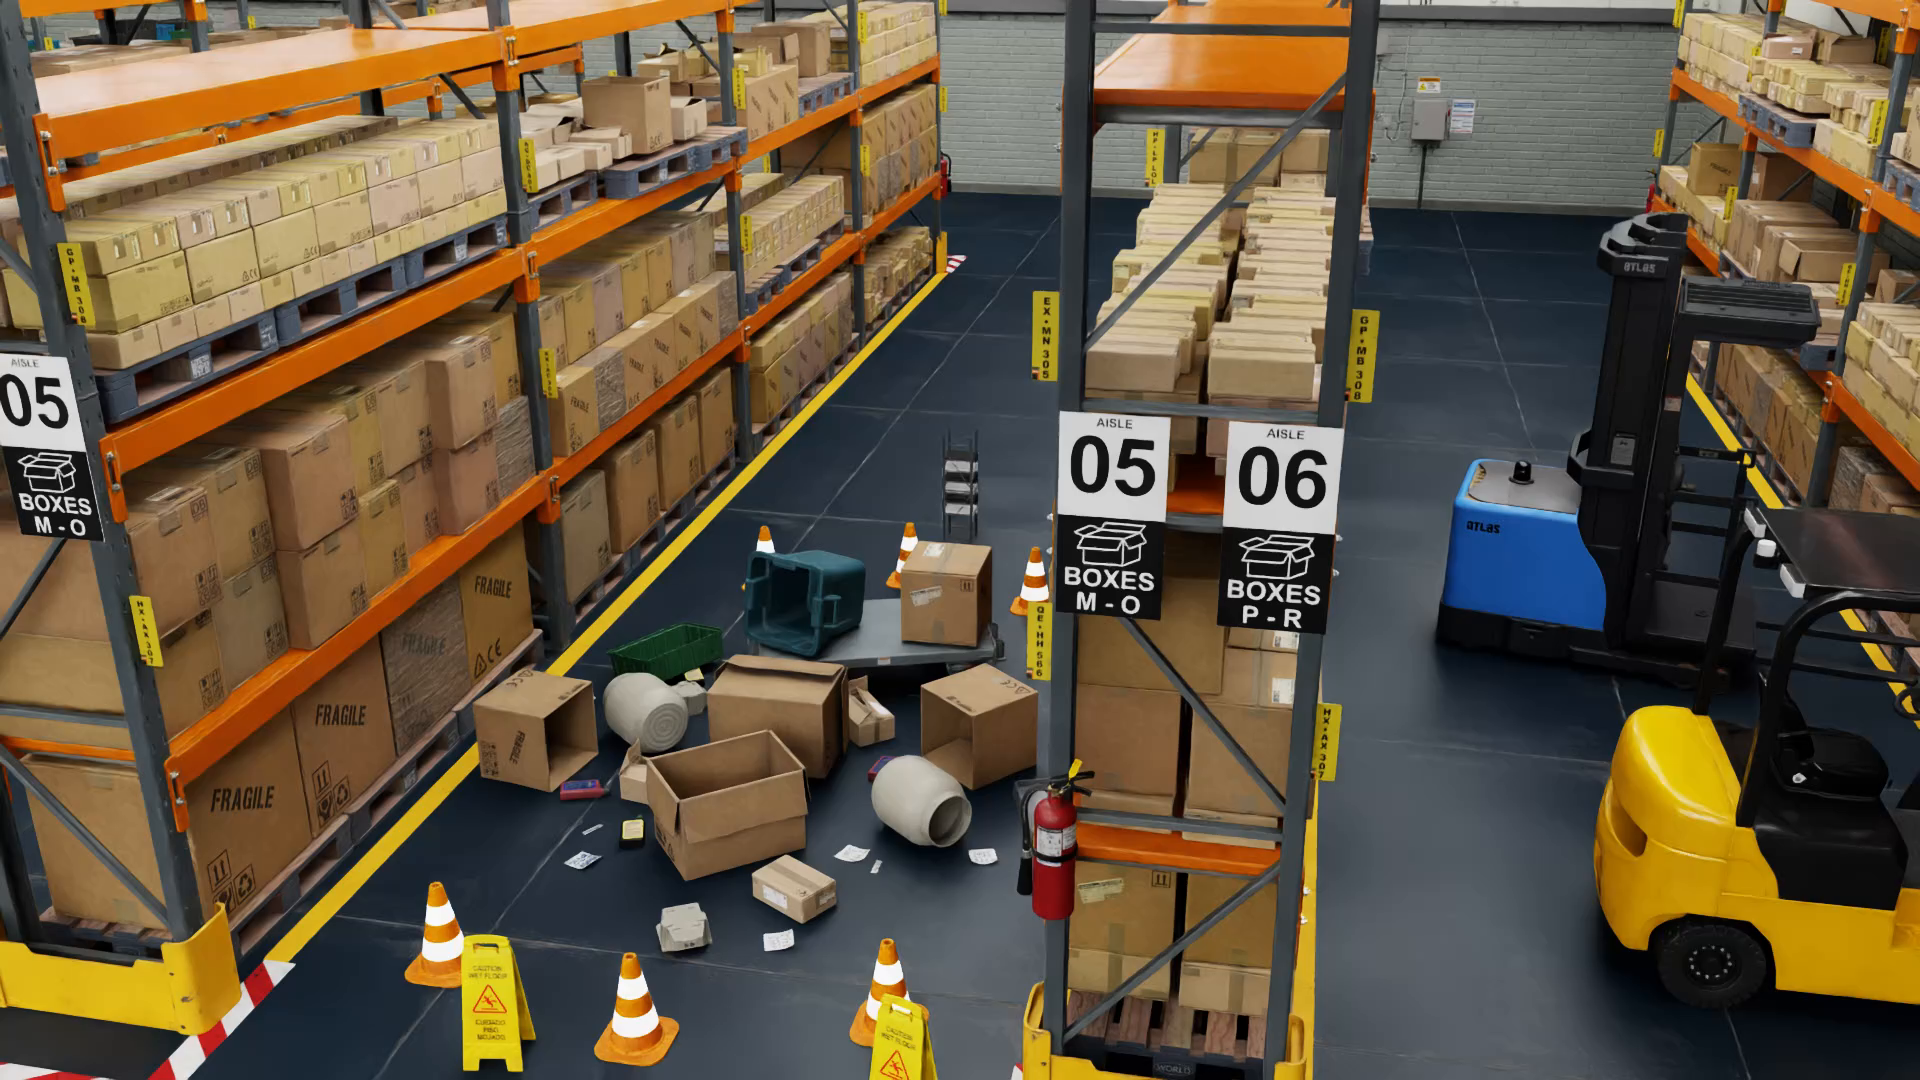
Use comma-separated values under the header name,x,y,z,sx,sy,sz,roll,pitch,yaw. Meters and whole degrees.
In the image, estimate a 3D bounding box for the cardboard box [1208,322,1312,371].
name,x,y,z,sx,sy,sz,roll,pitch,yaw
cardboard box,1.156,-0.729,6.401,0.380,0.149,0.250,4,22,11

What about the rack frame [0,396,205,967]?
name,x,y,z,sx,sy,sz,roll,pitch,yaw
rack frame,-4.019,0.784,7.393,1.000,3.000,0.127,4,22,11

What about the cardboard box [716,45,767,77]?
name,x,y,z,sx,sy,sz,roll,pitch,yaw
cardboard box,-1.929,-4.250,14.719,0.396,0.266,0.258,4,22,11

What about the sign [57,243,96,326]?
name,x,y,z,sx,sy,sz,roll,pitch,yaw
sign,-3.477,-1.005,6.544,0.100,0.325,0.005,4,22,11

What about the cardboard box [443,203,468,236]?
name,x,y,z,sx,sy,sz,roll,pitch,yaw
cardboard box,-3.066,-1.851,9.559,0.380,0.149,0.250,5,22,12

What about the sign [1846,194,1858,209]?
name,x,y,z,sx,sy,sz,roll,pitch,yaw
sign,8.700,-3.384,16.190,0.100,0.325,0.005,4,22,11

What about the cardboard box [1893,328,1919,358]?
name,x,y,z,sx,sy,sz,roll,pitch,yaw
cardboard box,6.865,-1.388,11.782,0.380,0.149,0.250,5,22,12

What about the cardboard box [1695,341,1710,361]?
name,x,y,z,sx,sy,sz,roll,pitch,yaw
cardboard box,7.982,-1.986,17.524,0.380,0.149,0.250,4,22,9

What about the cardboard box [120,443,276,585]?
name,x,y,z,sx,sy,sz,roll,pitch,yaw
cardboard box,-3.883,-0.128,8.009,0.875,0.550,0.550,4,22,11

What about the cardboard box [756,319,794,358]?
name,x,y,z,sx,sy,sz,roll,pitch,yaw
cardboard box,-1.905,-1.944,15.947,0.500,0.250,0.500,4,22,10

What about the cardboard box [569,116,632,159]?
name,x,y,z,sx,sy,sz,roll,pitch,yaw
cardboard box,-2.613,-2.918,12.052,0.396,0.266,0.258,4,22,11

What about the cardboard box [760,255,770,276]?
name,x,y,z,sx,sy,sz,roll,pitch,yaw
cardboard box,-1.988,-2.565,15.483,0.380,0.149,0.250,6,23,14

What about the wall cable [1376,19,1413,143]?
name,x,y,z,sx,sy,sz,roll,pitch,yaw
wall cable,6.631,-7.159,25.754,0.588,1.984,0.122,4,22,11

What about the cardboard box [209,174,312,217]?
name,x,y,z,sx,sy,sz,roll,pitch,yaw
cardboard box,-3.379,-1.665,8.030,0.380,0.149,0.250,4,22,10

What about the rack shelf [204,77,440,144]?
name,x,y,z,sx,sy,sz,roll,pitch,yaw
rack shelf,-6.813,-4.346,17.078,1.077,0.370,4.000,4,22,11

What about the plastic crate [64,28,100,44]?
name,x,y,z,sx,sy,sz,roll,pitch,yaw
plastic crate,-11.192,-6.410,21.398,0.437,0.282,0.530,4,22,11

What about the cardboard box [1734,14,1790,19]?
name,x,y,z,sx,sy,sz,roll,pitch,yaw
cardboard box,9.155,-5.858,19.003,0.500,0.250,0.500,4,22,9

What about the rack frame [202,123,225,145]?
name,x,y,z,sx,sy,sz,roll,pitch,yaw
rack frame,-7.221,-2.557,15.688,1.000,3.000,0.127,4,22,11

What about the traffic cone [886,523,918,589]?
name,x,y,z,sx,sy,sz,roll,pitch,yaw
traffic cone,-0.373,0.095,12.497,0.336,0.463,0.334,4,22,11

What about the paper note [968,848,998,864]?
name,x,y,z,sx,sy,sz,roll,pitch,yaw
paper note,0.127,1.716,9.052,0.142,0.019,0.148,-3,22,-8

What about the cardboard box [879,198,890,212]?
name,x,y,z,sx,sy,sz,roll,pitch,yaw
cardboard box,-1.032,-3.955,19.495,0.380,0.149,0.250,5,22,12

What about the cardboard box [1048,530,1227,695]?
name,x,y,z,sx,sy,sz,roll,pitch,yaw
cardboard box,0.738,0.272,6.792,0.700,0.500,0.500,4,22,10

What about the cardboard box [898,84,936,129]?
name,x,y,z,sx,sy,sz,roll,pitch,yaw
cardboard box,-0.604,-5.530,21.198,0.500,0.500,0.500,4,22,10

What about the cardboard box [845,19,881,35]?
name,x,y,z,sx,sy,sz,roll,pitch,yaw
cardboard box,-1.092,-5.716,18.515,0.380,0.149,0.250,4,22,9

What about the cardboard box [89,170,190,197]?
name,x,y,z,sx,sy,sz,roll,pitch,yaw
cardboard box,-4.022,-1.716,8.158,0.380,0.149,0.250,4,22,10

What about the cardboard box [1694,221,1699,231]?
name,x,y,z,sx,sy,sz,roll,pitch,yaw
cardboard box,8.306,-3.470,18.290,0.380,0.149,0.250,4,22,11

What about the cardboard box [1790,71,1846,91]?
name,x,y,z,sx,sy,sz,roll,pitch,yaw
cardboard box,7.470,-3.989,14.471,0.380,0.149,0.250,5,22,11

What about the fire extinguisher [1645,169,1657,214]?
name,x,y,z,sx,sy,sz,roll,pitch,yaw
fire extinguisher,8.550,-4.231,20.446,0.296,0.674,0.183,4,22,11

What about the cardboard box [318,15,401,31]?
name,x,y,z,sx,sy,sz,roll,pitch,yaw
cardboard box,-6.514,-5.440,18.134,0.700,0.500,0.500,5,22,12

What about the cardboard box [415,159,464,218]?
name,x,y,z,sx,sy,sz,roll,pitch,yaw
cardboard box,-3.155,-1.996,9.385,0.500,0.250,0.500,4,22,11

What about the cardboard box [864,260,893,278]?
name,x,y,z,sx,sy,sz,roll,pitch,yaw
cardboard box,-1.017,-3.240,19.841,0.380,0.149,0.250,5,22,12

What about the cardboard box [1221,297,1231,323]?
name,x,y,z,sx,sy,sz,roll,pitch,yaw
cardboard box,1.405,-0.874,7.295,0.500,0.250,0.500,5,22,12

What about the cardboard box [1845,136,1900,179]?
name,x,y,z,sx,sy,sz,roll,pitch,yaw
cardboard box,7.207,-2.953,12.856,0.500,0.250,0.500,4,22,9

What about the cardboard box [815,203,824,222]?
name,x,y,z,sx,sy,sz,roll,pitch,yaw
cardboard box,-1.616,-3.373,17.090,0.380,0.149,0.250,4,22,9

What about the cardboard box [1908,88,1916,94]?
name,x,y,z,sx,sy,sz,roll,pitch,yaw
cardboard box,7.885,-3.557,13.423,0.380,0.149,0.250,4,22,11

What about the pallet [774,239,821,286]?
name,x,y,z,sx,sy,sz,roll,pitch,yaw
pallet,-2.023,-2.780,16.498,1.003,0.211,1.213,4,22,11

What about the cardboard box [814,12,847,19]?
name,x,y,z,sx,sy,sz,roll,pitch,yaw
cardboard box,-1.504,-6.048,19.338,0.380,0.149,0.250,4,22,10

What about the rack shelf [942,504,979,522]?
name,x,y,z,sx,sy,sz,roll,pitch,yaw
rack shelf,0.002,-0.223,13.273,0.258,0.077,0.200,4,22,11

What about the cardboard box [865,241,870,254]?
name,x,y,z,sx,sy,sz,roll,pitch,yaw
cardboard box,-1.344,-3.660,20.885,0.380,0.149,0.250,5,23,13

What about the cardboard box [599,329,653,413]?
name,x,y,z,sx,sy,sz,roll,pitch,yaw
cardboard box,-2.625,-1.265,12.345,0.500,0.500,0.500,4,22,11

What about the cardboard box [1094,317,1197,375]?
name,x,y,z,sx,sy,sz,roll,pitch,yaw
cardboard box,0.718,-0.758,6.475,0.380,0.149,0.250,5,22,12

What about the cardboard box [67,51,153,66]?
name,x,y,z,sx,sy,sz,roll,pitch,yaw
cardboard box,-7.168,-3.845,14.067,0.500,0.500,0.500,4,22,11

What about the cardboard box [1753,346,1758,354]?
name,x,y,z,sx,sy,sz,roll,pitch,yaw
cardboard box,7.758,-1.810,15.747,0.380,0.149,0.250,4,22,10

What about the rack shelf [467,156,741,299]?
name,x,y,z,sx,sy,sz,roll,pitch,yaw
rack shelf,-2.795,-2.468,12.415,1.077,0.370,4.000,4,22,11

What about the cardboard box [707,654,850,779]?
name,x,y,z,sx,sy,sz,roll,pitch,yaw
cardboard box,-1.090,1.041,9.913,0.797,0.637,0.503,4,22,11

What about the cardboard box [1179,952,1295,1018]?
name,x,y,z,sx,sy,sz,roll,pitch,yaw
cardboard box,1.283,1.931,7.663,0.500,0.250,0.500,4,22,10

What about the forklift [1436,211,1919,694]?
name,x,y,z,sx,sy,sz,roll,pitch,yaw
forklift,4.878,-0.579,10.869,3.031,2.935,1.130,9,24,21

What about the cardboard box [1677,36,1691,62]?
name,x,y,z,sx,sy,sz,roll,pitch,yaw
cardboard box,8.614,-5.669,19.201,0.500,0.250,0.500,4,22,10

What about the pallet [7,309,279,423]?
name,x,y,z,sx,sy,sz,roll,pitch,yaw
pallet,-3.878,-0.839,7.524,1.003,0.211,1.213,4,22,11

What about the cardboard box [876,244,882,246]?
name,x,y,z,sx,sy,sz,roll,pitch,yaw
cardboard box,-1.187,-3.714,21.416,0.380,0.149,0.250,5,22,12

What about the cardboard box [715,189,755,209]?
name,x,y,z,sx,sy,sz,roll,pitch,yaw
cardboard box,-2.312,-3.469,16.931,0.380,0.149,0.250,4,22,10

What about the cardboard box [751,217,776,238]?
name,x,y,z,sx,sy,sz,roll,pitch,yaw
cardboard box,-1.941,-2.935,15.604,0.380,0.149,0.250,4,22,9

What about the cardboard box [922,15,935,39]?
name,x,y,z,sx,sy,sz,roll,pitch,yaw
cardboard box,-0.599,-6.434,20.830,0.500,0.250,0.500,4,22,9

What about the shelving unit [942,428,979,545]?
name,x,y,z,sx,sy,sz,roll,pitch,yaw
shelving unit,0.002,-0.420,13.193,0.258,0.900,0.210,4,22,11
